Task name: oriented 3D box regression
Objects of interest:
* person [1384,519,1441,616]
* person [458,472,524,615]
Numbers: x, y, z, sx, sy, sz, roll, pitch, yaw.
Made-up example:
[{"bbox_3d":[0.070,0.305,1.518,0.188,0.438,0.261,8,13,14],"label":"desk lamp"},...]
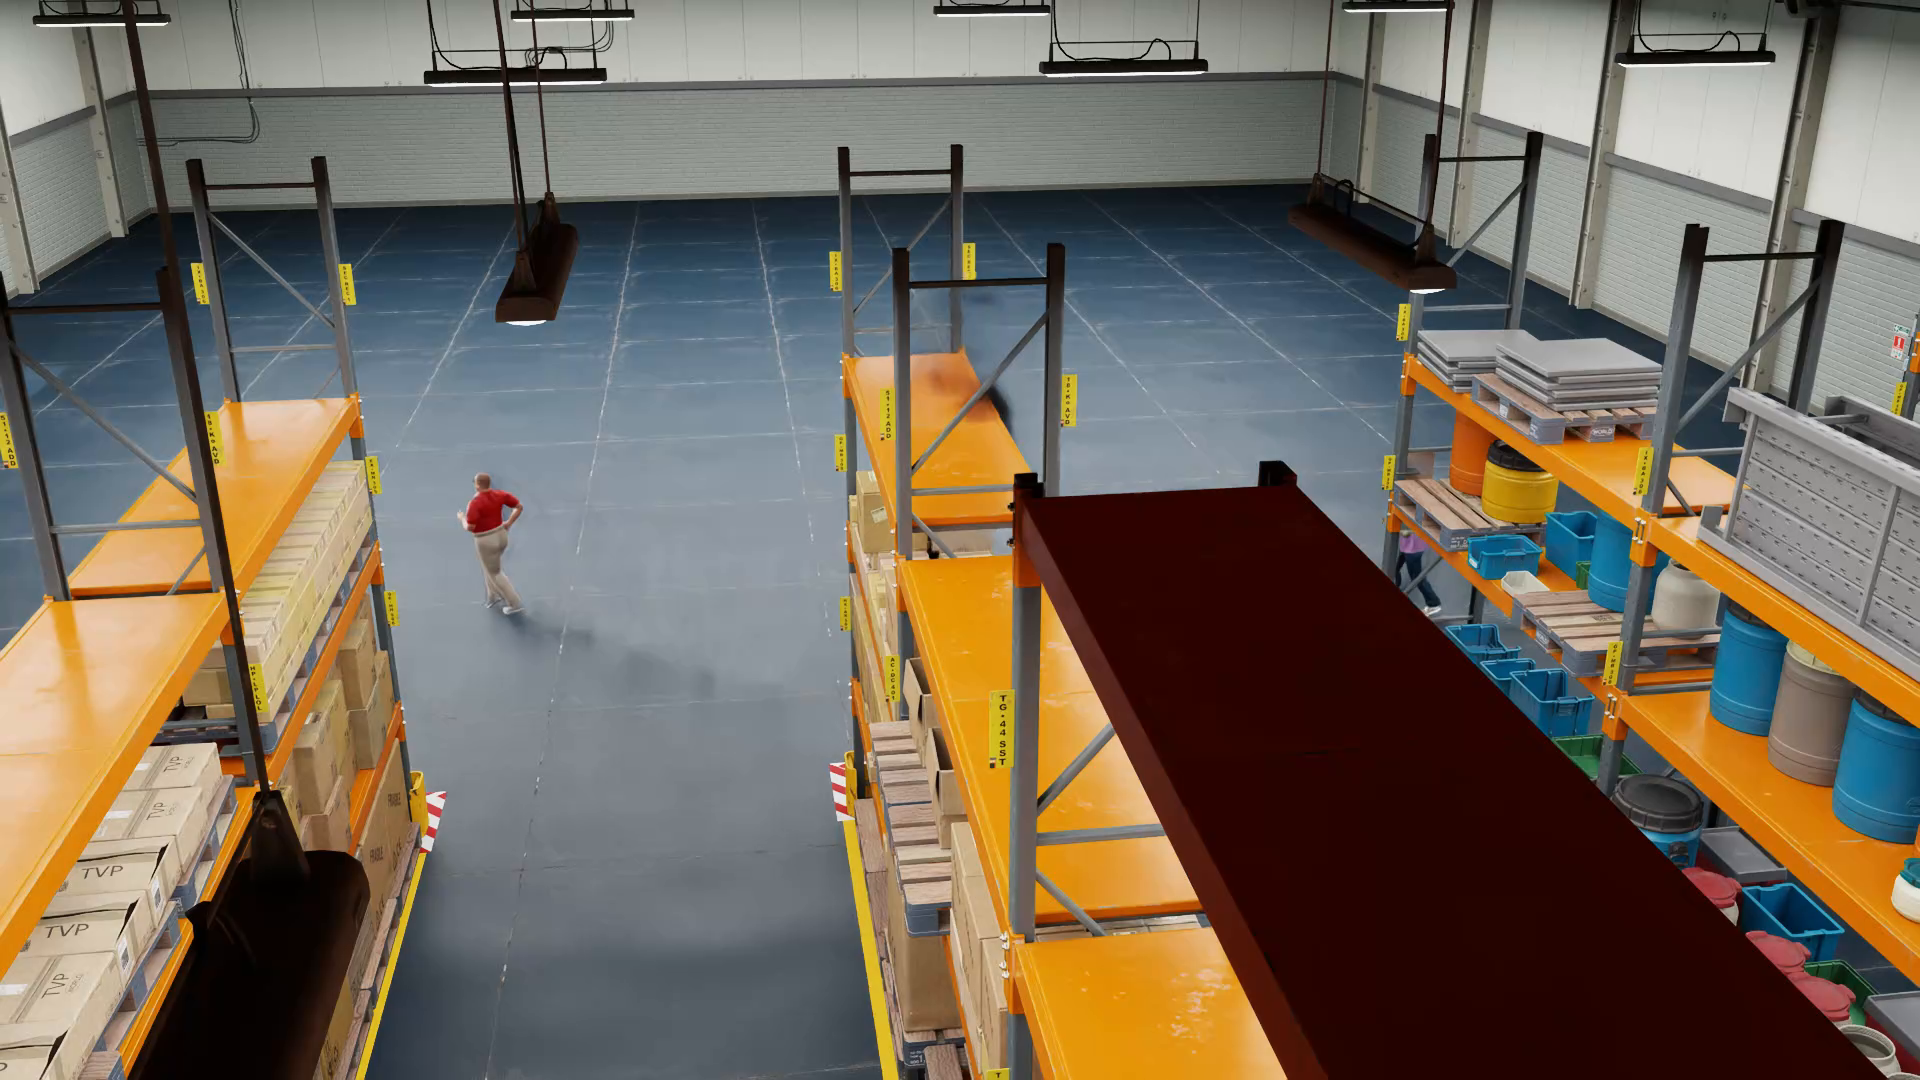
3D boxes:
[{"bbox_3d":[5.220,0.129,19.114,0.740,1.633,0.515,7,23,16],"label":"person"},{"bbox_3d":[-5.388,0.076,19.152,0.813,1.802,0.642,11,24,25],"label":"person"}]
